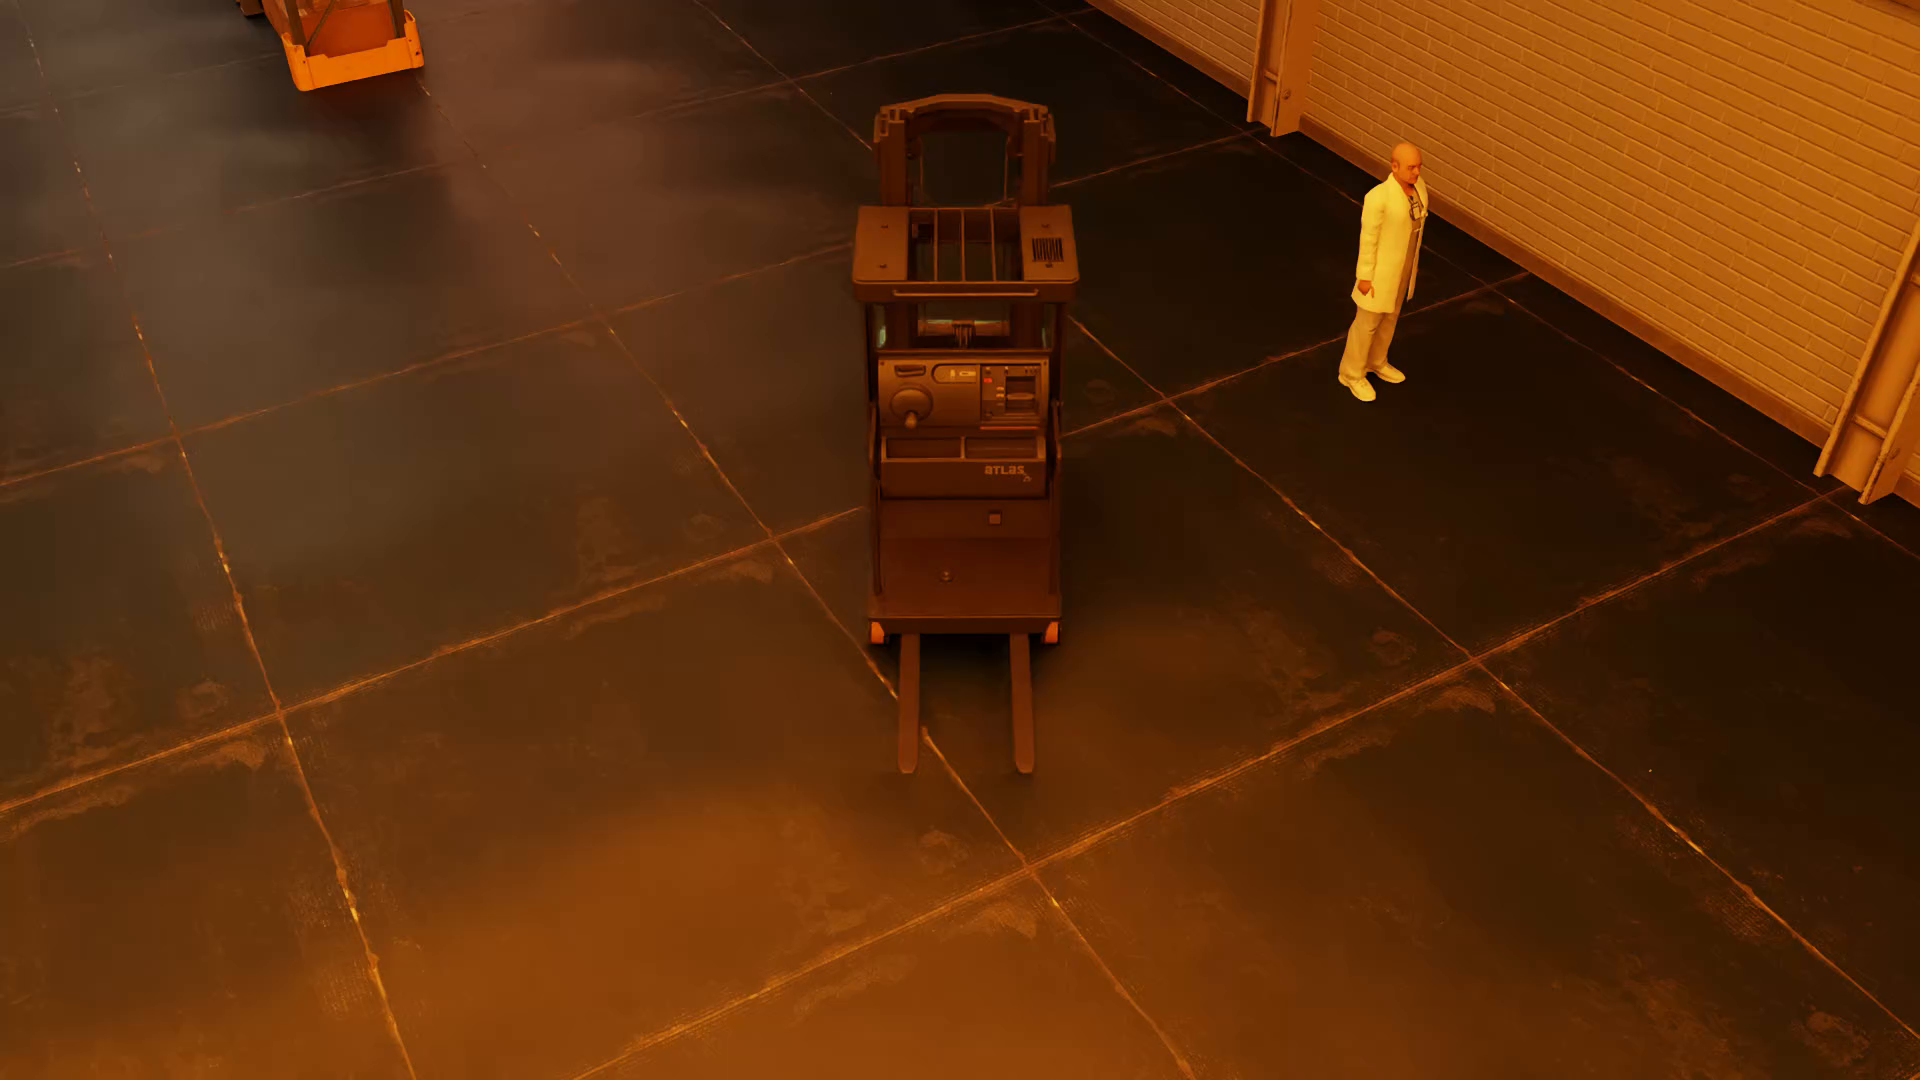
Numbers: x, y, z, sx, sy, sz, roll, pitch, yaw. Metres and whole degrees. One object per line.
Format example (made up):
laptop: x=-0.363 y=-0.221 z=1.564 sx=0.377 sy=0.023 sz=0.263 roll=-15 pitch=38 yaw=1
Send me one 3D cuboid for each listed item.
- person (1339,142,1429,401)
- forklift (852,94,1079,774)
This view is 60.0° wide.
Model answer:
person: x=2.883 y=-1.803 z=11.109 sx=0.557 sy=1.783 sz=0.379 roll=-29 pitch=48 yaw=-31
forklift: x=0.024 y=-0.727 z=8.913 sx=1.130 sy=2.935 sz=3.031 roll=0 pitch=40 yaw=0
